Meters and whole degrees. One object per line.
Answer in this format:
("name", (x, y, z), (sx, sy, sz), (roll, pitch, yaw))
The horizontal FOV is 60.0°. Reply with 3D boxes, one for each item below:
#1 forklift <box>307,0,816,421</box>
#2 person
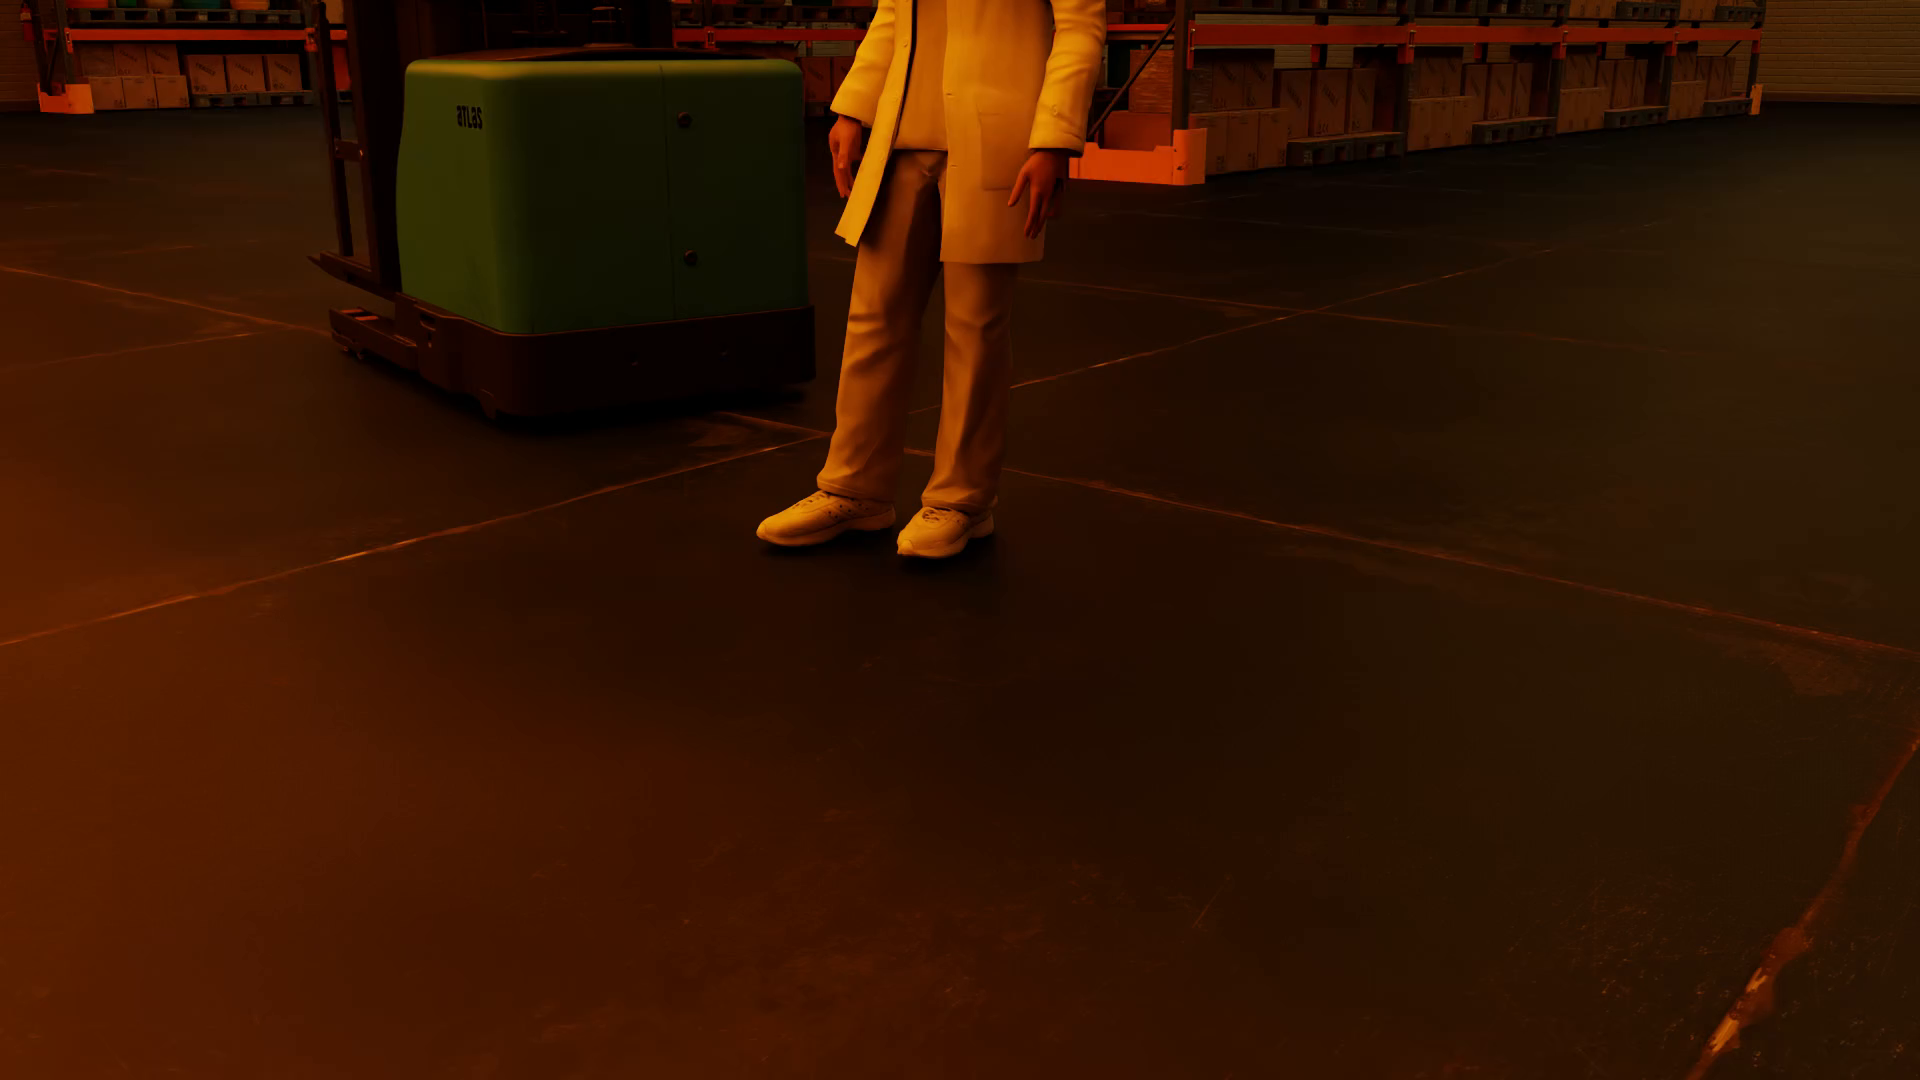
("forklift", (-1.724, -2.134, 5.926), (1.130, 2.935, 3.031), (-11, 20, -33))
("person", (-0.061, -0.838, 3.618), (0.696, 1.776, 0.581), (13, 21, 37))
